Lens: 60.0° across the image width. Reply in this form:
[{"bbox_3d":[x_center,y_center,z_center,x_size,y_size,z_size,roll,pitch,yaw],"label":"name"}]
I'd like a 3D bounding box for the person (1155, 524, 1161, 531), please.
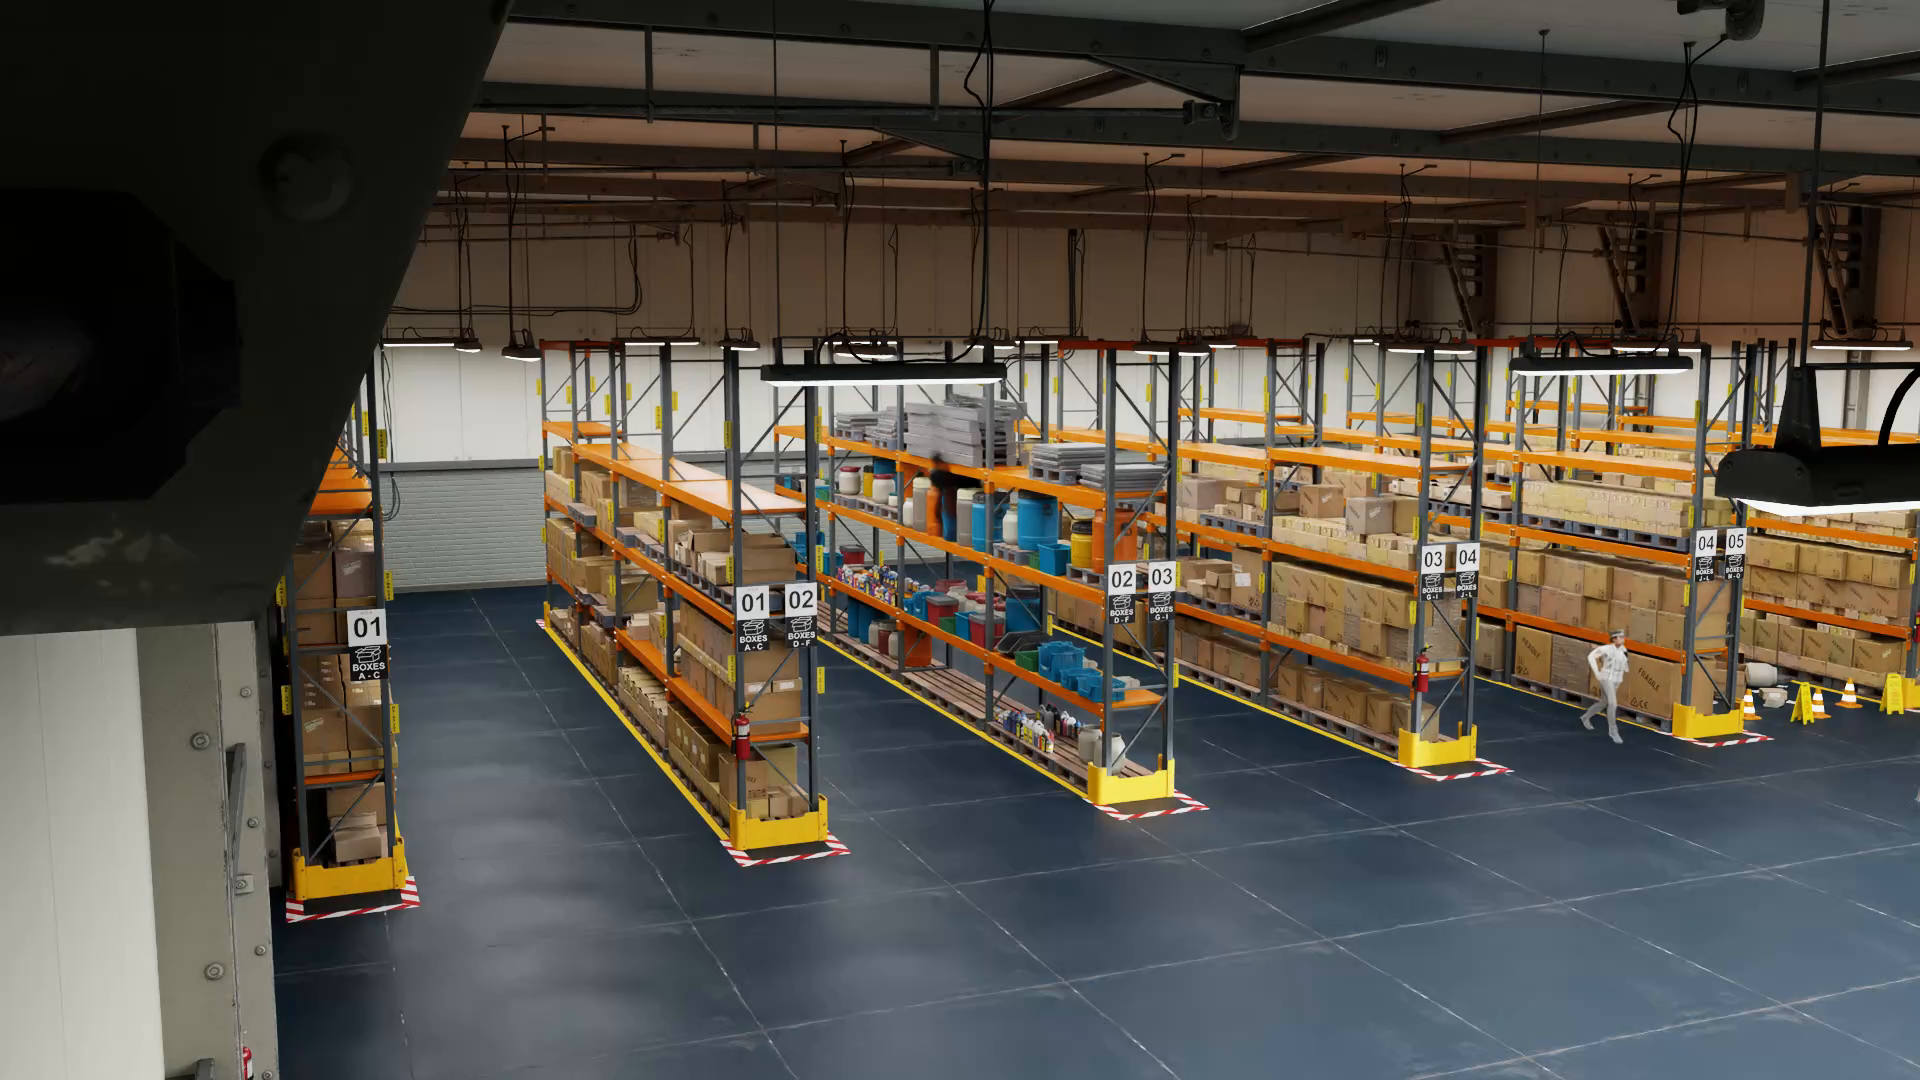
[{"bbox_3d":[4.491,0.461,38.522,0.608,1.821,0.872,-2,8,-18],"label":"person"}]

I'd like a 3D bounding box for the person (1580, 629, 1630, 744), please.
[{"bbox_3d":[10.000,2.194,25.552,0.631,1.718,0.884,-4,8,-26],"label":"person"}]
